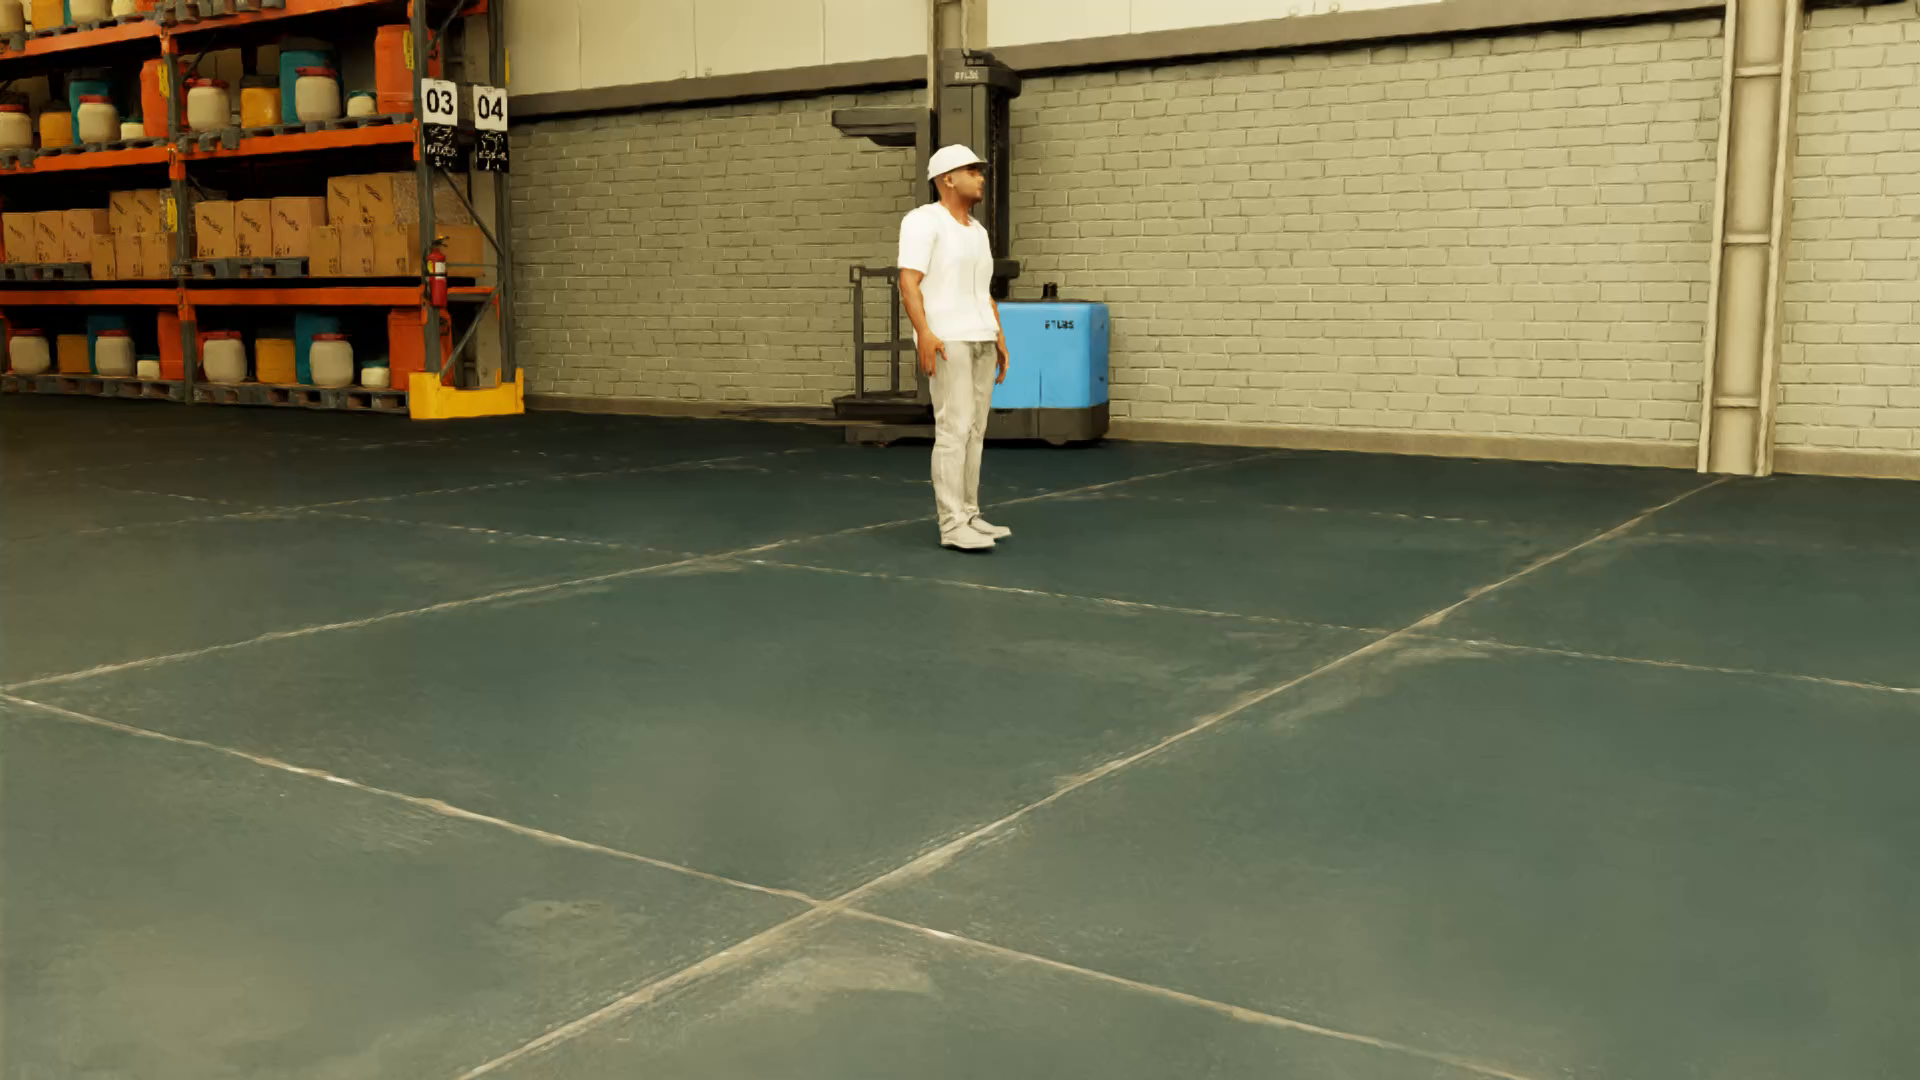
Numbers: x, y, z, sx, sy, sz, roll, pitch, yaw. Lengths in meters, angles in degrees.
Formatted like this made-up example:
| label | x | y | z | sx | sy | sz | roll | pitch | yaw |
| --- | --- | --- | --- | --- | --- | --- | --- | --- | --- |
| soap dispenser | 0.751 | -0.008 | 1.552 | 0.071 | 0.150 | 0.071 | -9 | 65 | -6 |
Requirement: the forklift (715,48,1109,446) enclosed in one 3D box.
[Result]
| label | x | y | z | sx | sy | sz | roll | pitch | yaw |
| --- | --- | --- | --- | --- | --- | --- | --- | --- | --- |
| forklift | -0.392 | -2.237 | 12.927 | 3.031 | 2.935 | 1.130 | 2 | 8 | 14 |

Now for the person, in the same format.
| label | x | y | z | sx | sy | sz | roll | pitch | yaw |
| --- | --- | --- | --- | --- | --- | --- | --- | --- | --- |
| person | 0.055 | -0.875 | 7.435 | 0.576 | 1.766 | 0.665 | 5 | 10 | 34 |
